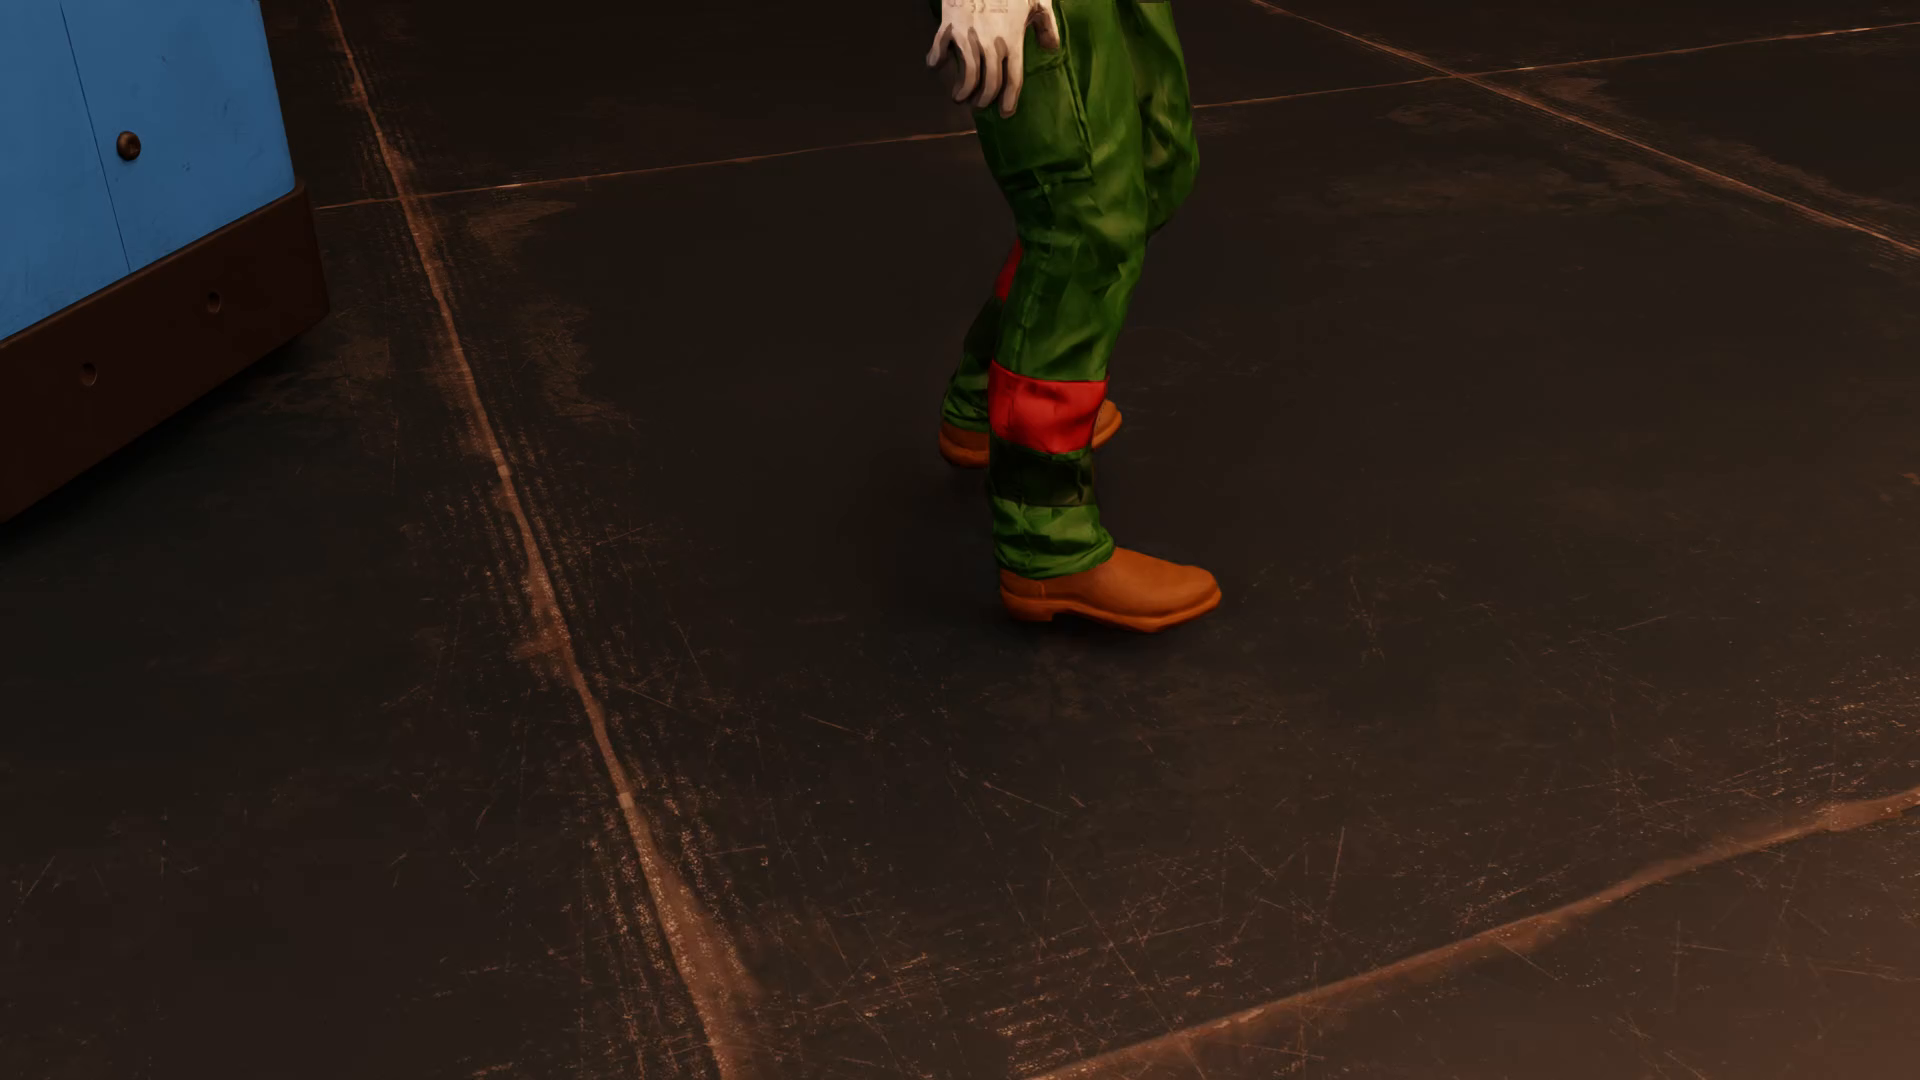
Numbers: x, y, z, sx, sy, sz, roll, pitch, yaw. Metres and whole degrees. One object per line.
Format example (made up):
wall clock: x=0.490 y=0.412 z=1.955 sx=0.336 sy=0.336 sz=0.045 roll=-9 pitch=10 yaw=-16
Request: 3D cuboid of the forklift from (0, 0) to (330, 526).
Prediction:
forklift: x=-2.749 y=-1.603 z=2.352 sx=3.031 sy=2.935 sz=1.130 roll=7 pitch=30 yaw=13

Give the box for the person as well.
person: x=0.146 y=-0.771 z=2.026 sx=0.551 sy=1.745 sz=0.693 roll=10 pitch=31 yaw=16
